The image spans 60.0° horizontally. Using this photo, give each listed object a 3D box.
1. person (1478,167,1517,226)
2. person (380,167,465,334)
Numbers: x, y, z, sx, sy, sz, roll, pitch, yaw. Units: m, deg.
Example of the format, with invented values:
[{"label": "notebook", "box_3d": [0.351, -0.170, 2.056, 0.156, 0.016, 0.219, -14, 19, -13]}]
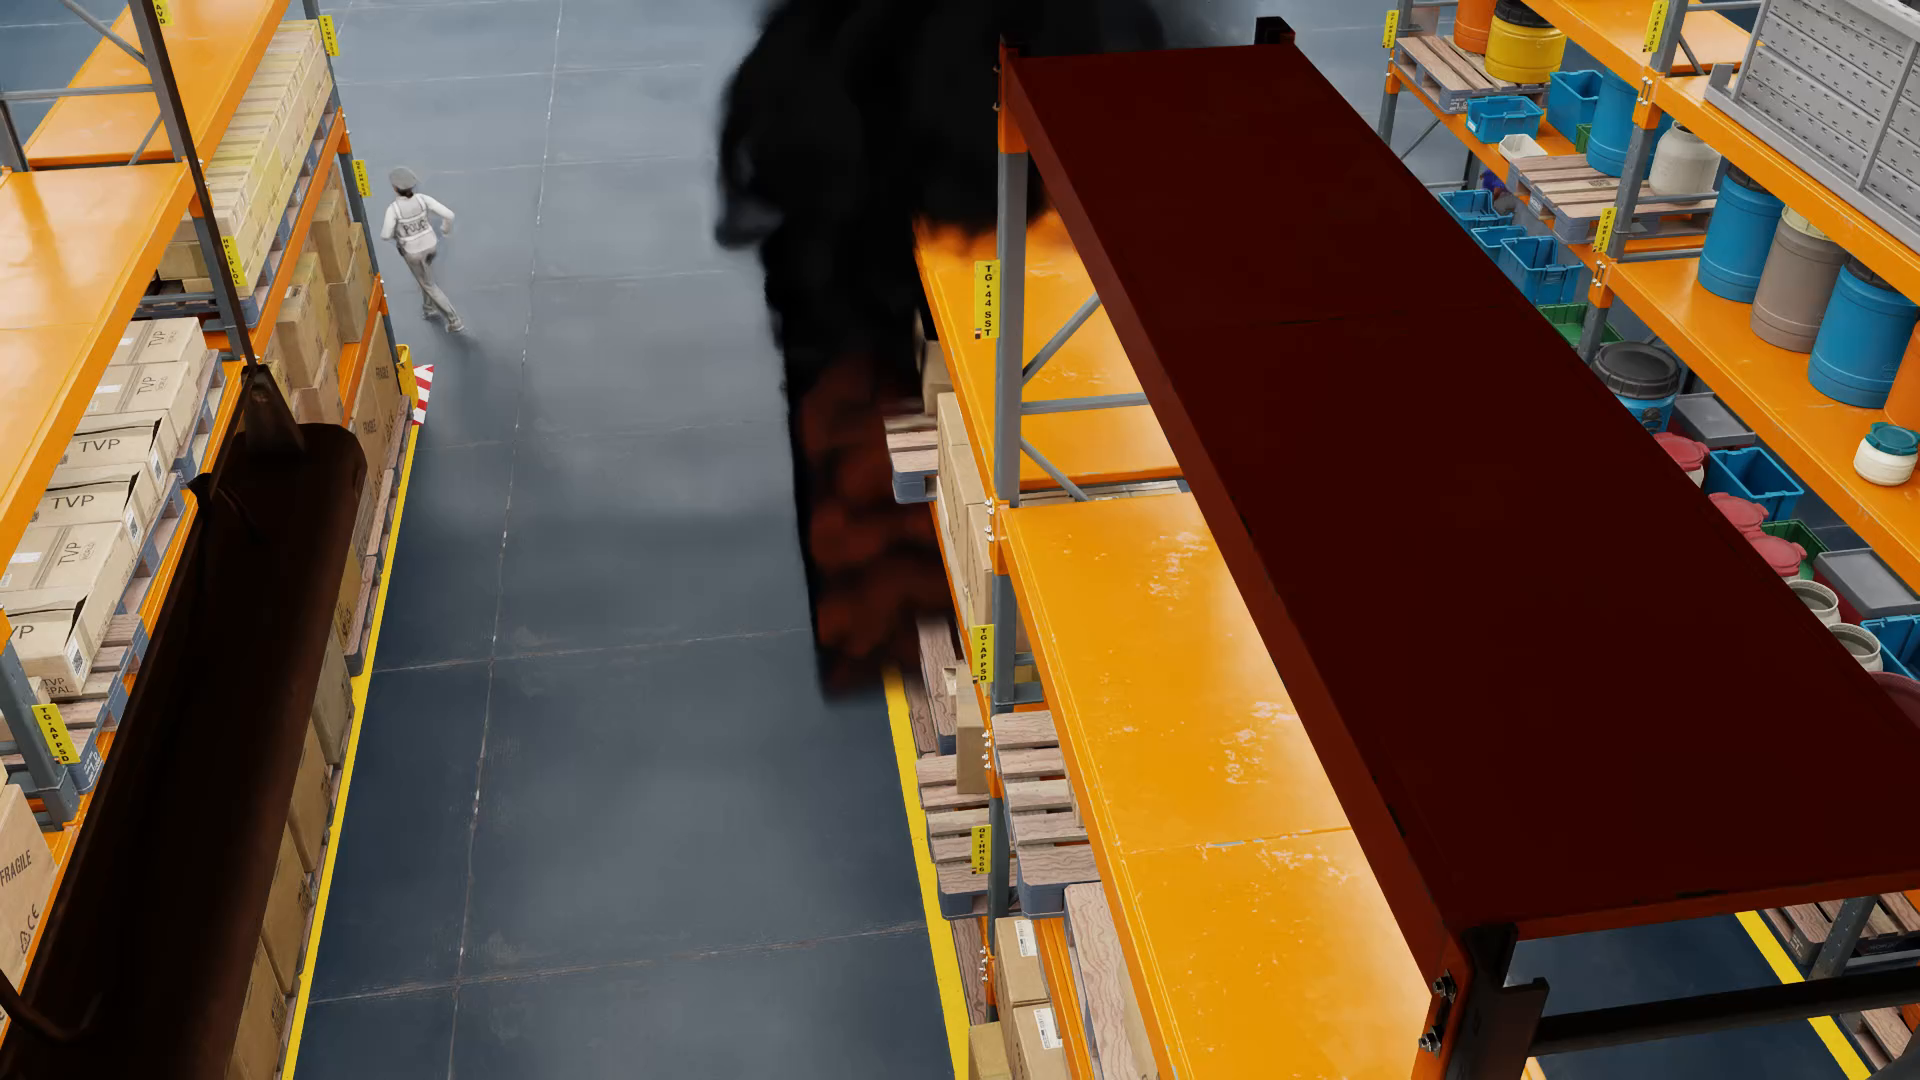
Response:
[{"label": "person", "box_3d": [5.307, -3.352, 16.609, 0.588, 1.614, 0.913, -20, 41, -25]}, {"label": "person", "box_3d": [-5.099, -2.720, 15.732, 0.786, 1.741, 0.594, 23, 42, 28]}]
